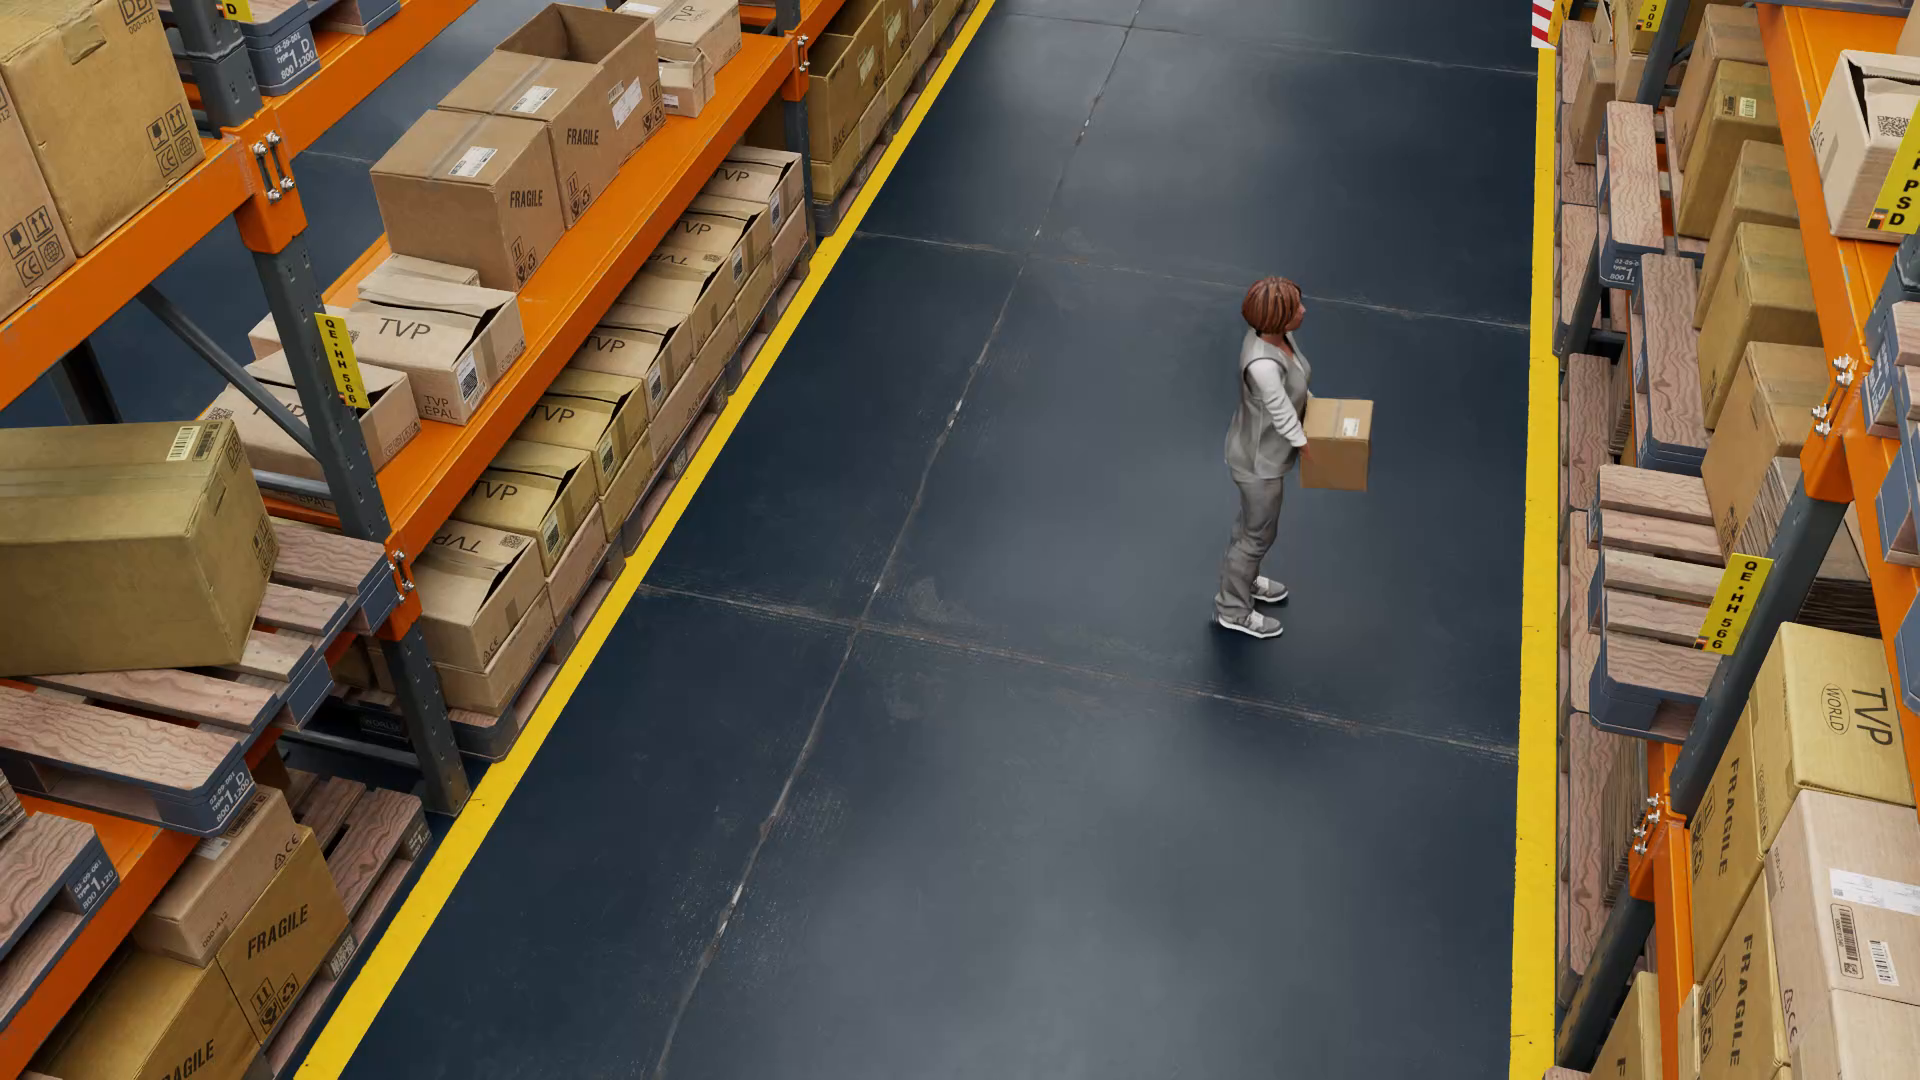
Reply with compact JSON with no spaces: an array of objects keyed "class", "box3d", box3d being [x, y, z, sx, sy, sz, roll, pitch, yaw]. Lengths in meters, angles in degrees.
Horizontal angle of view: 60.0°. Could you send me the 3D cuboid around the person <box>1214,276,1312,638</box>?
[{"class":"person","box3d":[1.273,-0.325,6.529,0.477,1.598,0.426,7,42,8]}]
